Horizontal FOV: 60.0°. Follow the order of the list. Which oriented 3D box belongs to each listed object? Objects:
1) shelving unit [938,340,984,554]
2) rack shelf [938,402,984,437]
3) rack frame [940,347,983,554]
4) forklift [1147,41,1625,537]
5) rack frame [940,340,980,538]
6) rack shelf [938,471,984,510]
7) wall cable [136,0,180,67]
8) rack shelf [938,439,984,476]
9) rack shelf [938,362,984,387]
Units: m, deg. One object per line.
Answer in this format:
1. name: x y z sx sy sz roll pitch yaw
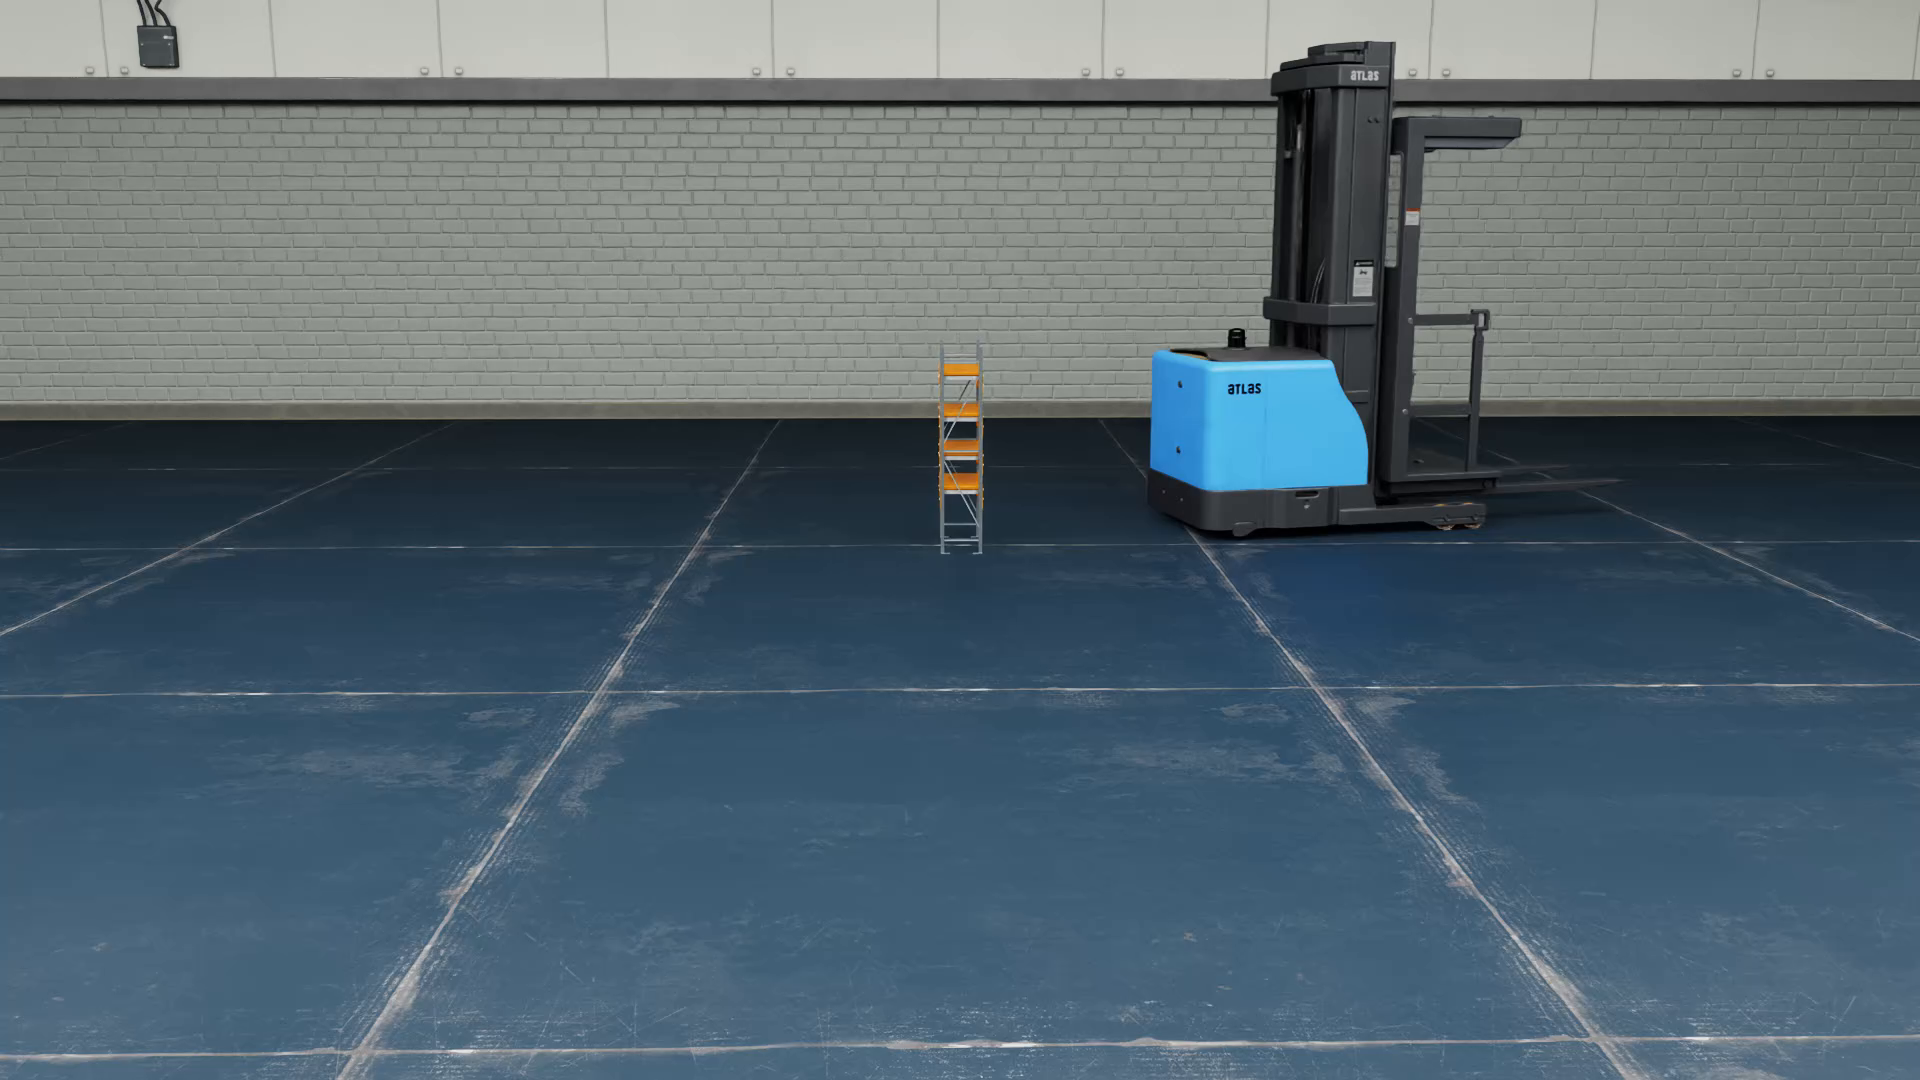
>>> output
1. shelving unit: 0.003 -0.555 9.778 0.258 1.200 0.503 0 11 -1
2. rack shelf: 0.003 -0.708 9.747 0.258 0.148 0.480 0 11 -1
3. rack frame: 0.008 -0.507 9.539 0.240 1.200 0.015 0 11 -1
4. forklift: 2.796 -1.593 10.541 3.031 2.935 1.130 -3 12 -14
5. rack frame: -0.002 -0.604 10.017 0.240 1.200 0.015 0 11 -1
6. rack shelf: 0.003 -0.295 9.830 0.258 0.148 0.480 0 11 -1
7. wall cable: -6.192 -7.199 14.359 2.305 6.003 0.169 0 11 -1
8. rack shelf: 0.003 -0.489 9.791 0.258 0.148 0.480 0 11 -1
9. rack shelf: 0.003 -0.940 9.699 0.258 0.148 0.480 0 11 -1
